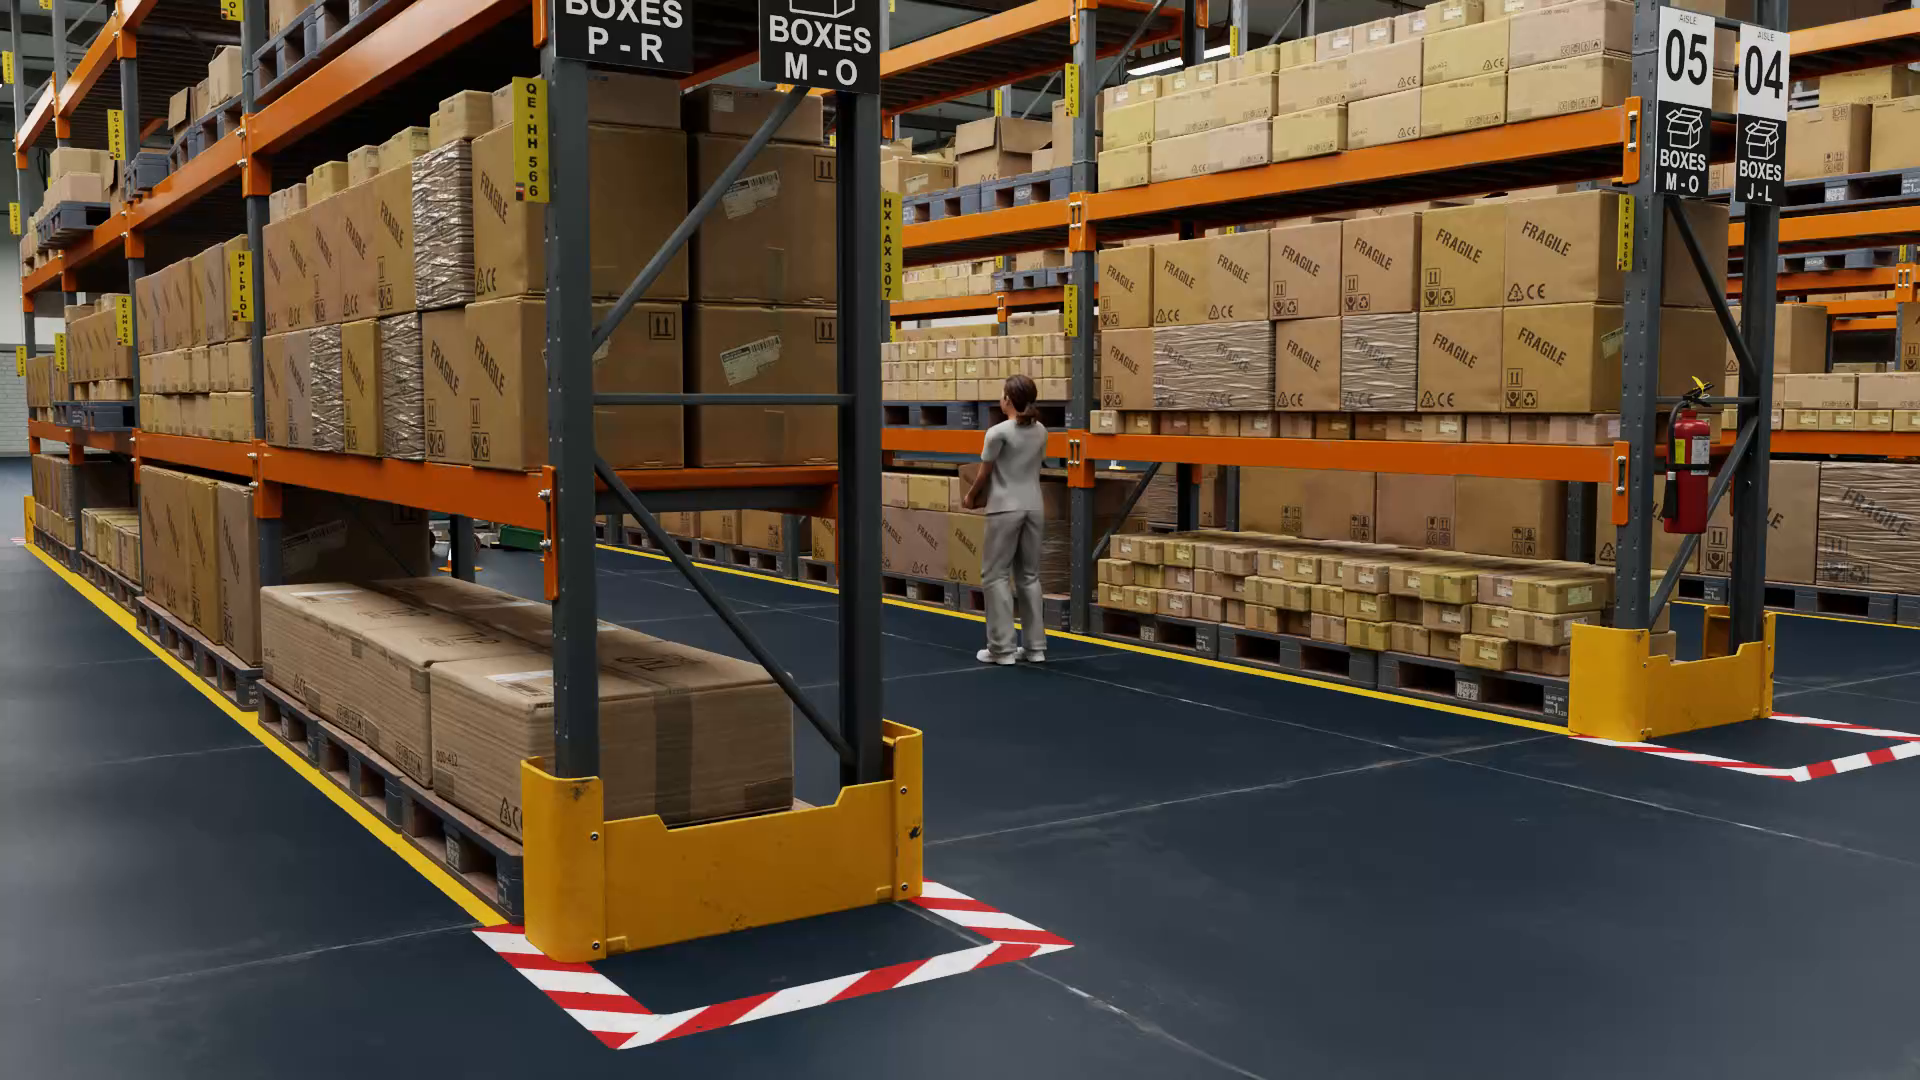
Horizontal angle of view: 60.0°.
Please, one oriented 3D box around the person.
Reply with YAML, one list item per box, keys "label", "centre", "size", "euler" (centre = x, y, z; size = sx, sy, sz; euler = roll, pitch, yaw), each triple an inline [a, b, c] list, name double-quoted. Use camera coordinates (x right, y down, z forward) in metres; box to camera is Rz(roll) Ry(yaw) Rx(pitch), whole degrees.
- label: "person"
  centre: [0.275, -0.124, 9.614]
  size: [0.436, 1.662, 0.554]
  euler: [-3, 6, -33]
